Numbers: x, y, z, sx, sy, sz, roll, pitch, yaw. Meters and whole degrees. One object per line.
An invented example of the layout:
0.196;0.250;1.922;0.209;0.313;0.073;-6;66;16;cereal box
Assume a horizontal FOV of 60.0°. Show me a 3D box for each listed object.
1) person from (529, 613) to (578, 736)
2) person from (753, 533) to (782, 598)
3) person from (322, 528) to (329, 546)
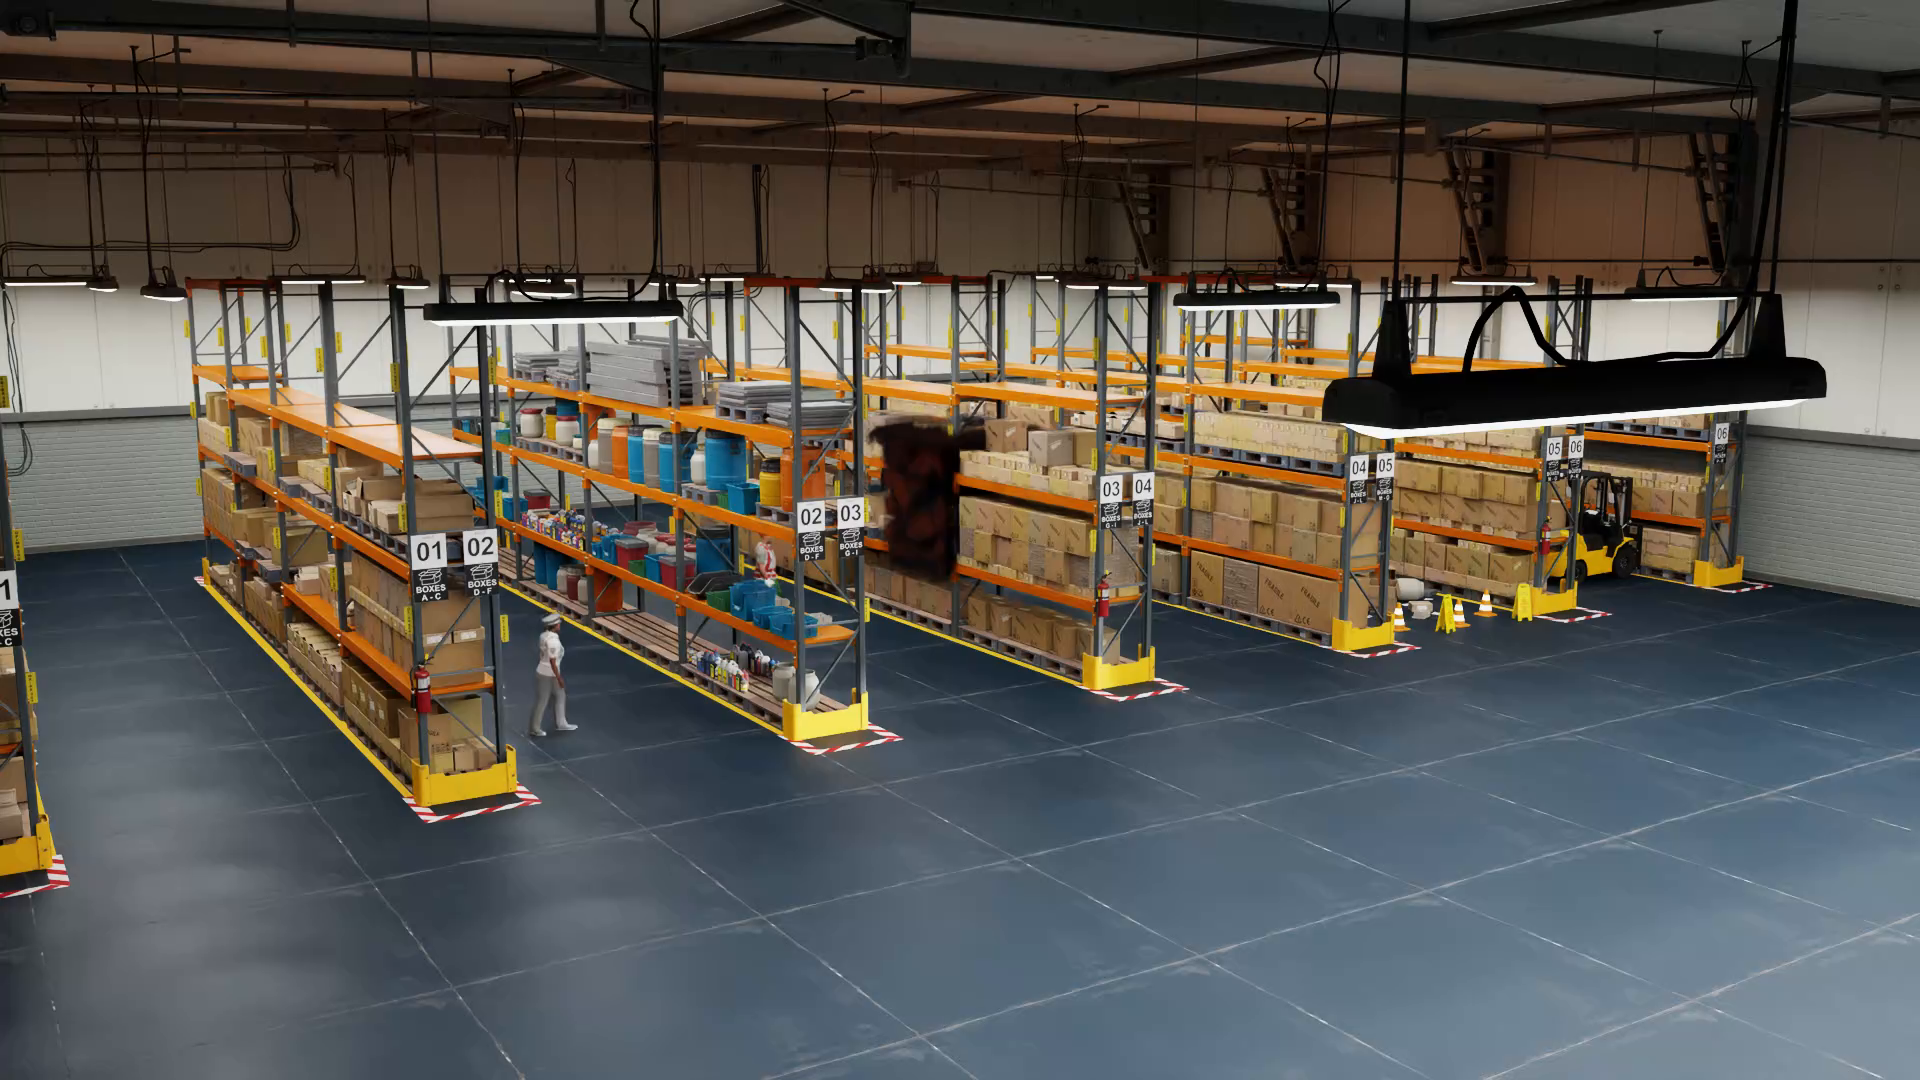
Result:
-5.504;1.803;22.326;0.617;1.657;0.492;-1;10;-5;person
-3.124;0.655;26.984;0.977;1.746;0.478;9;13;43;person
-13.227;-0.182;34.255;0.558;1.600;0.970;-5;11;-30;person
